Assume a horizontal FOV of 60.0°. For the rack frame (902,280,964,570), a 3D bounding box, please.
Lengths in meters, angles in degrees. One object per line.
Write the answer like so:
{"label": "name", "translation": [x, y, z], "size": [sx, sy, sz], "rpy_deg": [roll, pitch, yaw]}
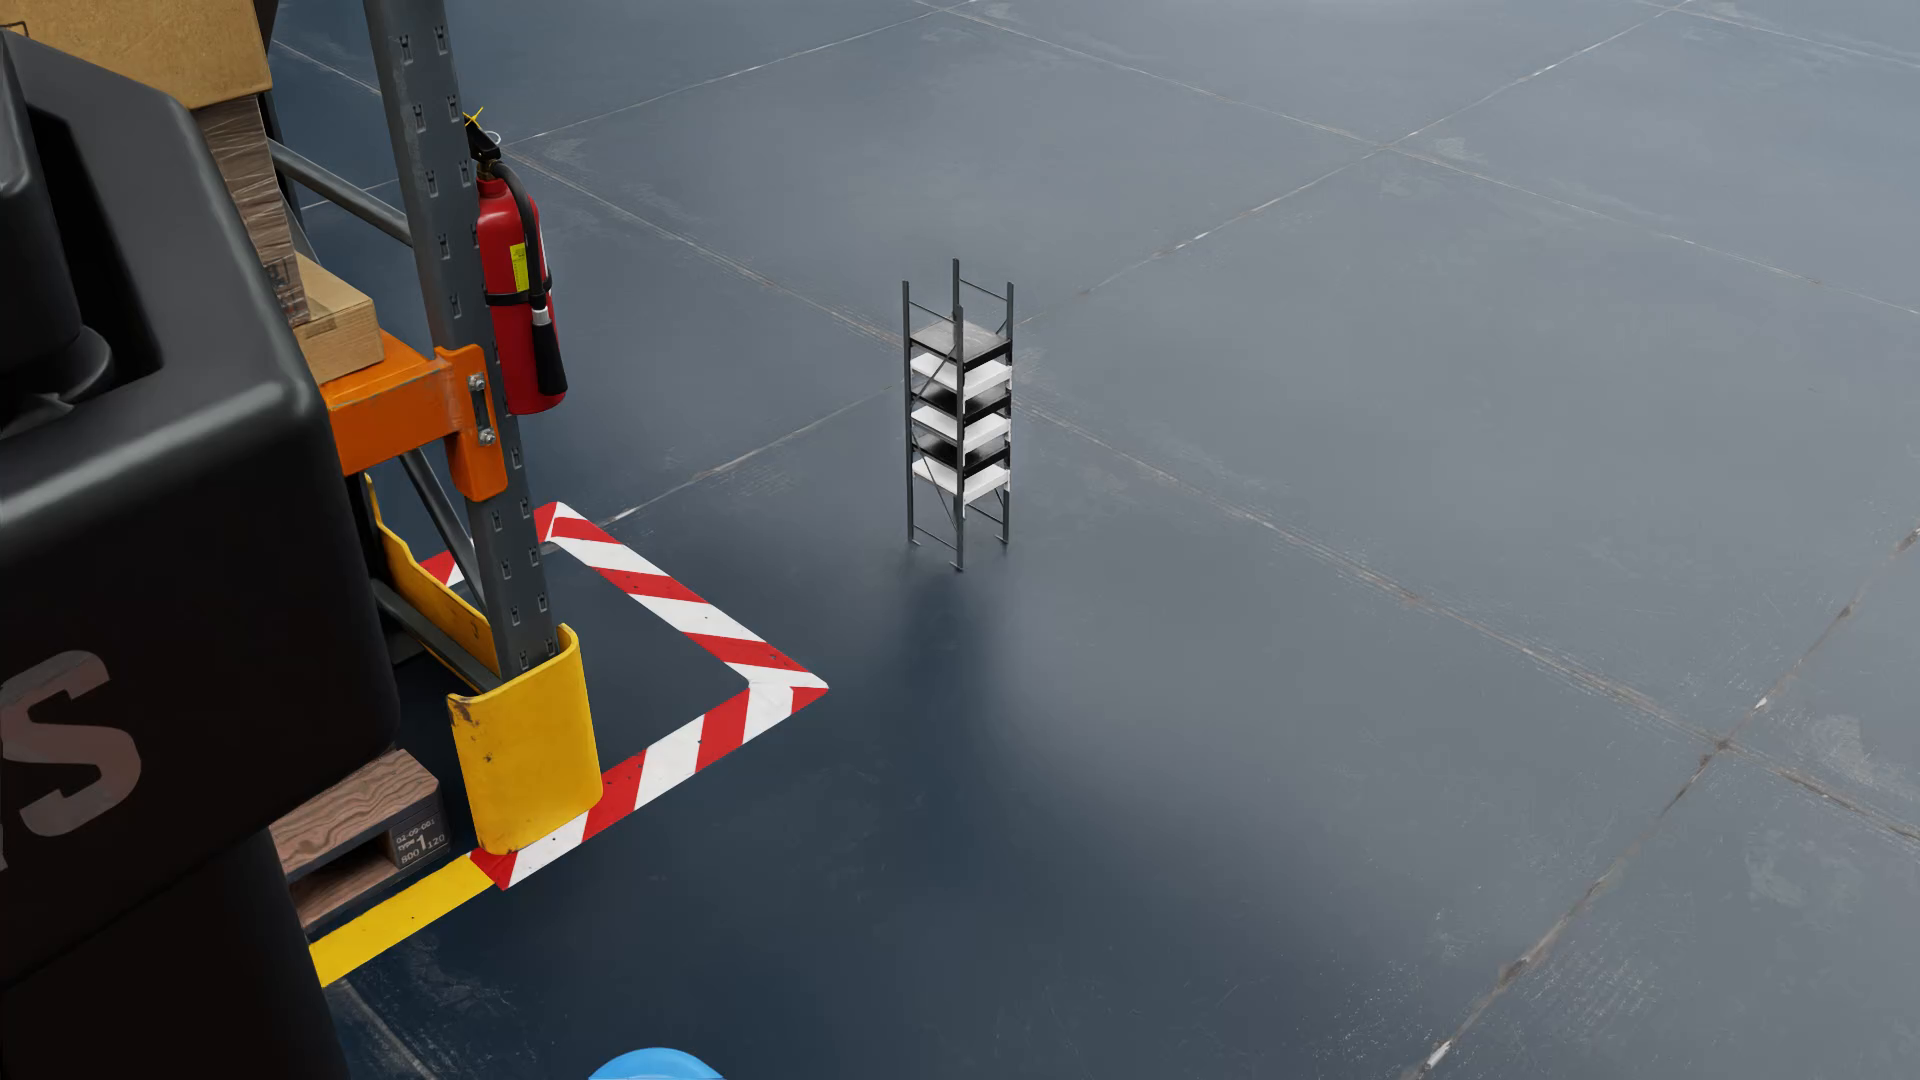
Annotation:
{"label": "rack frame", "translation": [-0.077, -0.325, 4.929], "size": [0.240, 0.900, 0.006], "rpy_deg": [30, 45, 35]}

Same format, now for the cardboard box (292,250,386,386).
{"label": "cardboard box", "translation": [-1.434, -0.466, 3.516], "size": [0.380, 0.149, 0.250], "rpy_deg": [30, 45, 35]}

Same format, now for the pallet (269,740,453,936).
{"label": "pallet", "translation": [-2.030, 0.722, 4.030], "size": [1.003, 0.211, 1.213], "rpy_deg": [30, 45, 35]}

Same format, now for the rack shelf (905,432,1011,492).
{"label": "rack shelf", "translation": [-0.006, -0.265, 5.058], "size": [0.258, 0.077, 0.200], "rpy_deg": [30, 45, 35]}

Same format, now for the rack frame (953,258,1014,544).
{"label": "rack frame", "translation": [0.066, -0.407, 5.047], "size": [0.240, 0.900, 0.006], "rpy_deg": [30, 45, 35]}

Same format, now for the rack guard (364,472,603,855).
{"label": "rack guard", "translation": [-1.433, 0.288, 4.400], "size": [1.175, 0.500, 0.348], "rpy_deg": [30, 45, 35]}

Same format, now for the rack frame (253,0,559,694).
{"label": "rack frame", "translation": [-1.379, -0.768, 3.729], "size": [1.000, 3.000, 0.127], "rpy_deg": [30, 45, 35]}

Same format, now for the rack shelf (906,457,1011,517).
{"label": "rack shelf", "translation": [-0.006, -0.191, 5.110], "size": [0.258, 0.077, 0.200], "rpy_deg": [30, 45, 35]}

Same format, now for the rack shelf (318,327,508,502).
{"label": "rack shelf", "translation": [-2.788, 0.339, 2.771], "size": [1.077, 0.370, 4.000], "rpy_deg": [30, 45, 35]}

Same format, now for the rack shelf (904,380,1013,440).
{"label": "rack shelf", "translation": [-0.006, -0.412, 4.955], "size": [0.258, 0.077, 0.200], "rpy_deg": [30, 45, 35]}

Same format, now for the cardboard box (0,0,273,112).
{"label": "cardboard box", "translation": [-1.591, -1.018, 2.866], "size": [0.500, 0.500, 0.500], "rpy_deg": [30, 45, 35]}

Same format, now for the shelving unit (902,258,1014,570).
{"label": "shelving unit", "translation": [-0.006, -0.366, 4.988], "size": [0.258, 0.900, 0.210], "rpy_deg": [30, 45, 35]}

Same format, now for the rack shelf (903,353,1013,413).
{"label": "rack shelf", "translation": [-0.006, -0.486, 4.904], "size": [0.258, 0.077, 0.200], "rpy_deg": [30, 45, 35]}

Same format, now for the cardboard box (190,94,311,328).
{"label": "cardboard box", "translation": [-1.786, -0.719, 3.311], "size": [0.875, 0.500, 0.500], "rpy_deg": [30, 45, 35]}

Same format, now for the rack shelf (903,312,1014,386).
{"label": "rack shelf", "translation": [-0.006, -0.560, 4.852], "size": [0.258, 0.077, 0.200], "rpy_deg": [30, 45, 35]}

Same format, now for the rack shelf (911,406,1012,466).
{"label": "rack shelf", "translation": [-0.006, -0.338, 5.007], "size": [0.258, 0.077, 0.200], "rpy_deg": [30, 45, 35]}

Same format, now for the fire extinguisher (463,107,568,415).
{"label": "fire extinguisher", "translation": [-0.972, -0.597, 3.551], "size": [0.296, 0.674, 0.183], "rpy_deg": [30, 45, 35]}
